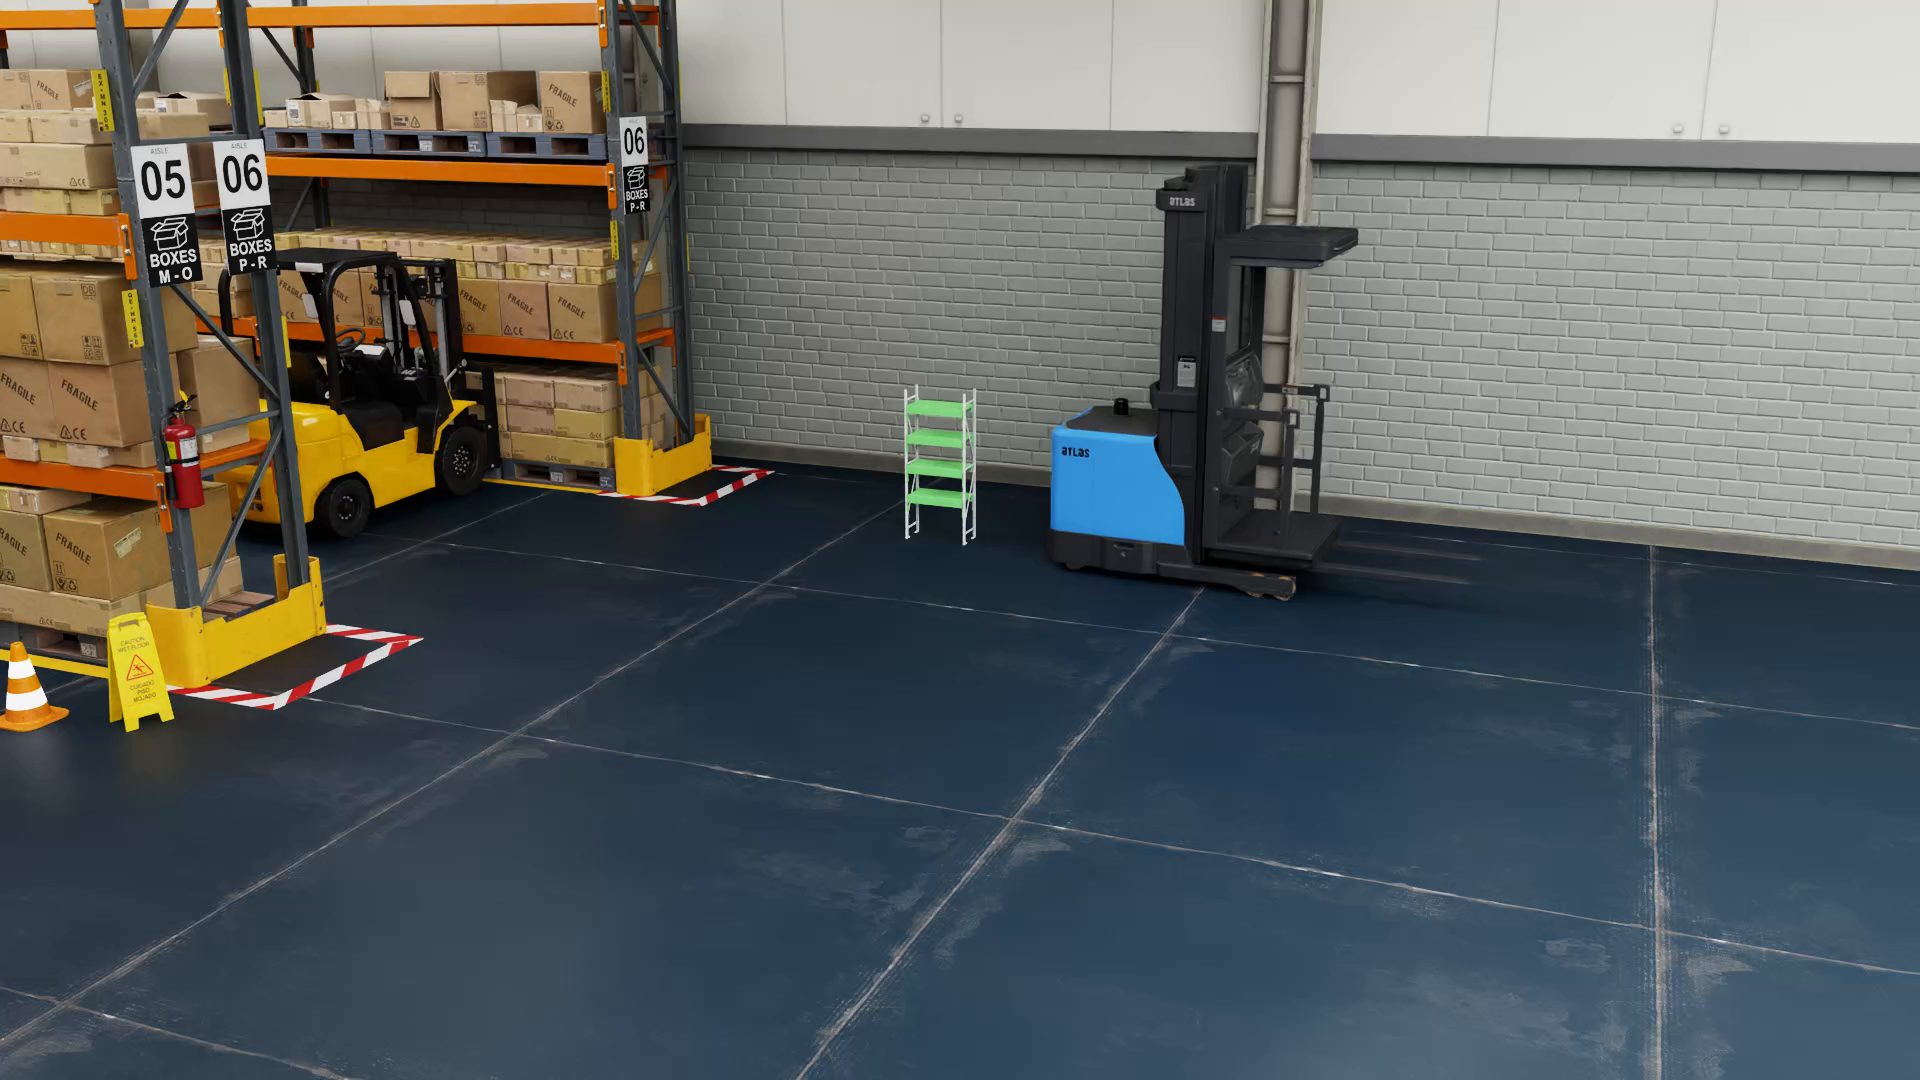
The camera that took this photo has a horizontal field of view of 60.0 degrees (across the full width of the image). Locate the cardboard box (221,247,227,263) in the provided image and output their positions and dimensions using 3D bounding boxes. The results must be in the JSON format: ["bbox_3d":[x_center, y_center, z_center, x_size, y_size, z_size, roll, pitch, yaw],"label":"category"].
[{"bbox_3d":[-6.804,-2.731,15.857,0.250,0.149,0.380,7,18,23],"label":"cardboard box"}]

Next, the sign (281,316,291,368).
[{"bbox_3d":[-4.303,-1.253,10.558,0.005,0.325,0.100,6,17,21],"label":"sign"}]

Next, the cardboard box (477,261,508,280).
[{"bbox_3d":[-4.069,-2.411,14.756,0.250,0.149,0.380,6,17,19],"label":"cardboard box"}]

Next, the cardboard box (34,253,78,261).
[{"bbox_3d":[-8.857,-2.752,16.647,0.500,0.250,0.500,6,17,19],"label":"cardboard box"}]

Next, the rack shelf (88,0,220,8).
[{"bbox_3d":[-6.362,-3.435,10.163,4.000,0.370,1.077,6,17,21],"label":"rack shelf"}]

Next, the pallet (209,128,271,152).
[{"bbox_3d":[-7.230,-3.829,15.947,1.217,0.209,0.805,6,17,18],"label":"pallet"}]

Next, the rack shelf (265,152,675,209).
[{"bbox_3d":[-4.544,-3.284,15.016,4.000,0.370,1.077,6,17,21],"label":"rack shelf"}]

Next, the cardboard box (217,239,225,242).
[{"bbox_3d":[-7.115,-2.912,16.480,0.250,0.149,0.380,6,17,20],"label":"cardboard box"}]

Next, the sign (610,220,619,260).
[{"bbox_3d":[-2.896,-2.515,13.955,0.005,0.325,0.100,6,17,21],"label":"sign"}]

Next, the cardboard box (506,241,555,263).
[{"bbox_3d":[-3.793,-2.551,14.703,0.250,0.149,0.380,6,17,21],"label":"cardboard box"}]

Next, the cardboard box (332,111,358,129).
[{"bbox_3d":[-5.384,-3.760,14.883,0.250,0.149,0.380,7,18,22],"label":"cardboard box"}]

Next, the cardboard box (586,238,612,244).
[{"bbox_3d":[-3.142,-2.620,14.942,0.250,0.149,0.380,7,18,23],"label":"cardboard box"}]

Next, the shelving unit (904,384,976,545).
[{"bbox_3d":[-0.154,-0.593,13.065,0.503,1.200,0.258,6,17,21],"label":"shelving unit"}]

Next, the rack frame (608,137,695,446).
[{"bbox_3d":[-2.684,-1.985,14.629,0.127,3.000,1.000,6,17,21],"label":"rack frame"}]

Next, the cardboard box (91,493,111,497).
[{"bbox_3d":[-5.661,-0.147,11.133,0.500,0.500,0.500,6,17,19],"label":"cardboard box"}]

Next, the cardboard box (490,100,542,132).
[{"bbox_3d":[-3.802,-3.642,14.268,0.258,0.266,0.396,6,17,21],"label":"cardboard box"}]

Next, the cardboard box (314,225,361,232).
[{"bbox_3d":[-5.997,-2.942,16.051,0.250,0.149,0.380,6,17,21],"label":"cardboard box"}]

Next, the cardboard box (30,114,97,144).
[{"bbox_3d":[-5.150,-2.394,9.680,0.250,0.149,0.380,7,17,22],"label":"cardboard box"}]

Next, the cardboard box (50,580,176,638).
[{"bbox_3d":[-5.375,0.407,10.571,0.500,0.250,0.500,6,17,20],"label":"cardboard box"}]

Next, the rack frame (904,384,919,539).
[{"bbox_3d":[-0.381,-0.618,13.151,0.015,1.200,0.240,6,17,21],"label":"rack frame"}]

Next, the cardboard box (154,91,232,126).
[{"bbox_3d":[-7.167,-4.052,15.598,0.500,0.311,0.500,6,17,19],"label":"cardboard box"}]

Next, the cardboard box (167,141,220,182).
[{"bbox_3d":[-4.872,-2.329,10.170,0.500,0.250,0.500,6,17,20],"label":"cardboard box"}]

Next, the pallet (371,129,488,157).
[{"bbox_3d":[-4.471,-3.586,14.924,1.213,0.211,1.003,6,17,21],"label":"pallet"}]

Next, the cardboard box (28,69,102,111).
[{"bbox_3d":[-8.595,-4.300,16.112,0.500,0.500,0.500,7,17,22],"label":"cardboard box"}]

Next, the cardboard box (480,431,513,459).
[{"bbox_3d":[-4.158,-0.939,15.206,0.500,0.250,0.500,6,17,21],"label":"cardboard box"}]

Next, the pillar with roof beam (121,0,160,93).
[{"bbox_3d":[-10.162,-4.668,13.112,0.400,9.000,9.100,6,17,21],"label":"pillar with roof beam"}]

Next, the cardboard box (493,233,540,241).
[{"bbox_3d":[-4.087,-2.738,15.347,0.250,0.149,0.380,6,17,19],"label":"cardboard box"}]

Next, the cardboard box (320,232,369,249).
[{"bbox_3d":[-5.700,-2.760,15.422,0.250,0.149,0.380,6,17,20],"label":"cardboard box"}]

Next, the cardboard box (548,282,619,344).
[{"bbox_3d":[-3.238,-2.015,14.554,0.500,0.500,0.500,6,17,19],"label":"cardboard box"}]

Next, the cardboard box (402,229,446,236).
[{"bbox_3d":[-5.038,-2.841,15.702,0.250,0.149,0.380,6,17,20],"label":"cardboard box"}]

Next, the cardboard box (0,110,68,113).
[{"bbox_3d":[-5.892,-2.646,10.546,0.250,0.149,0.380,7,18,22],"label":"cardboard box"}]

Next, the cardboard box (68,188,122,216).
[{"bbox_3d":[-4.936,-1.981,9.686,0.250,0.149,0.380,6,17,21],"label":"cardboard box"}]

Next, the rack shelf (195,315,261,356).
[{"bbox_3d":[-8.265,-2.253,16.844,4.000,0.370,1.077,6,17,21],"label":"rack shelf"}]

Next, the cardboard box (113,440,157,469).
[{"bbox_3d":[-4.928,-0.559,10.169,0.250,0.149,0.380,7,18,22],"label":"cardboard box"}]

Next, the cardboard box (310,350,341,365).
[{"bbox_3d":[-6.070,-1.624,15.774,0.500,0.250,0.500,6,17,20],"label":"cardboard box"}]

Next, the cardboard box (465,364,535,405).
[{"bbox_3d":[-4.177,-1.412,15.042,0.500,0.250,0.500,7,17,21],"label":"cardboard box"}]

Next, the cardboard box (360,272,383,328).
[{"bbox_3d":[-5.126,-2.228,15.289,0.500,0.500,0.500,6,17,20],"label":"cardboard box"}]

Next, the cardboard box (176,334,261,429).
[{"bbox_3d":[-4.840,-1.008,10.553,0.500,0.500,0.500,6,17,20],"label":"cardboard box"}]

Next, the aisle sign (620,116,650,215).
[{"bbox_3d":[-2.730,-3.150,13.981,0.004,0.787,0.394,6,17,21],"label":"aisle sign"}]

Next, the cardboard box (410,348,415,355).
[{"bbox_3d":[-5.399,-1.707,16.059,0.500,0.250,0.500,6,17,20],"label":"cardboard box"}]

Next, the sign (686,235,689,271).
[{"bbox_3d":[-2.475,-2.582,14.991,0.005,0.325,0.100,6,17,21],"label":"sign"}]

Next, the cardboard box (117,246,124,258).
[{"bbox_3d":[-8.004,-2.854,16.280,0.250,0.149,0.380,6,17,21],"label":"cardboard box"}]

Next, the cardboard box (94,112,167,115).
[{"bbox_3d":[-4.998,-2.511,10.082,0.250,0.149,0.380,6,17,20],"label":"cardboard box"}]

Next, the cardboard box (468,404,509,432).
[{"bbox_3d":[-4.202,-1.176,15.126,0.500,0.250,0.500,6,17,19],"label":"cardboard box"}]

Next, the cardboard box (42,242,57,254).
[{"bbox_3d":[-8.948,-2.965,16.665,0.250,0.149,0.380,6,17,21],"label":"cardboard box"}]

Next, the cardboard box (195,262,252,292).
[{"bbox_3d":[-6.955,-2.546,15.935,0.500,0.250,0.500,6,17,19],"label":"cardboard box"}]

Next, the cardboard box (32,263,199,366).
[{"bbox_3d":[-5.057,-1.364,9.984,0.500,0.500,0.700,6,17,19],"label":"cardboard box"}]

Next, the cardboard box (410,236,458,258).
[{"bbox_3d":[-4.751,-2.654,15.061,0.250,0.149,0.380,6,17,21],"label":"cardboard box"}]

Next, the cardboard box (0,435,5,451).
[{"bbox_3d":[-5.872,-0.669,10.549,0.250,0.149,0.380,7,17,21],"label":"cardboard box"}]

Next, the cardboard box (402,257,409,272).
[{"bbox_3d":[-5.025,-2.514,15.110,0.250,0.149,0.380,6,17,19],"label":"cardboard box"}]

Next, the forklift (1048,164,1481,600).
[{"bbox_3d":[2.222,-1.150,11.879,3.031,2.935,1.130,7,18,23],"label":"forklift"}]

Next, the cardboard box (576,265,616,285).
[{"bbox_3d":[-3.109,-2.307,14.397,0.250,0.149,0.380,7,17,21],"label":"cardboard box"}]

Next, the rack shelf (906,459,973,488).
[{"bbox_3d":[-0.154,-0.532,13.082,0.480,0.148,0.258,6,17,21],"label":"rack shelf"}]

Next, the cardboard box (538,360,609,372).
[{"bbox_3d":[-3.528,-1.494,15.326,0.500,0.250,0.500,6,17,21],"label":"cardboard box"}]
